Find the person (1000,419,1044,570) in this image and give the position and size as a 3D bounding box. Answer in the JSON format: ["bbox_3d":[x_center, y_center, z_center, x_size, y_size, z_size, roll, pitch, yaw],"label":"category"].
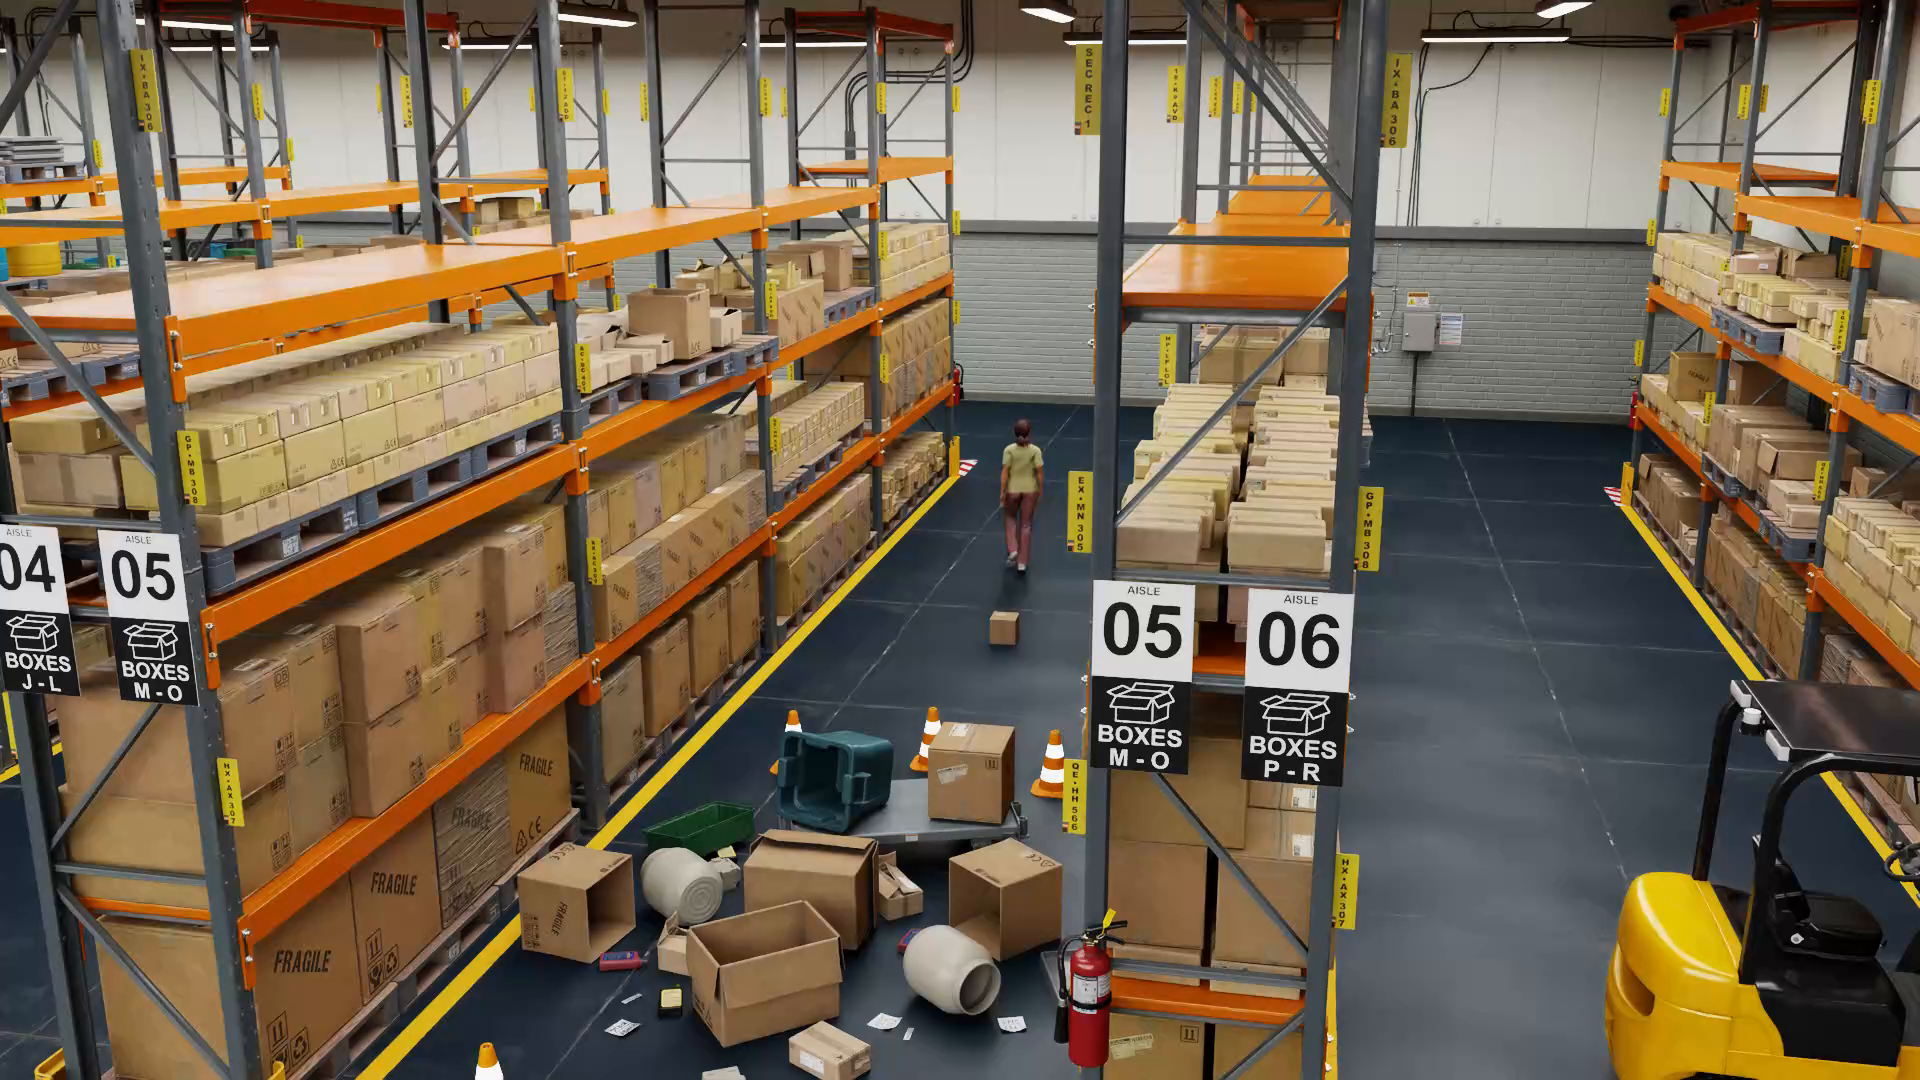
[{"bbox_3d":[0.680,-0.490,18.239,0.478,1.717,0.503,1,15,3],"label":"person"}]
